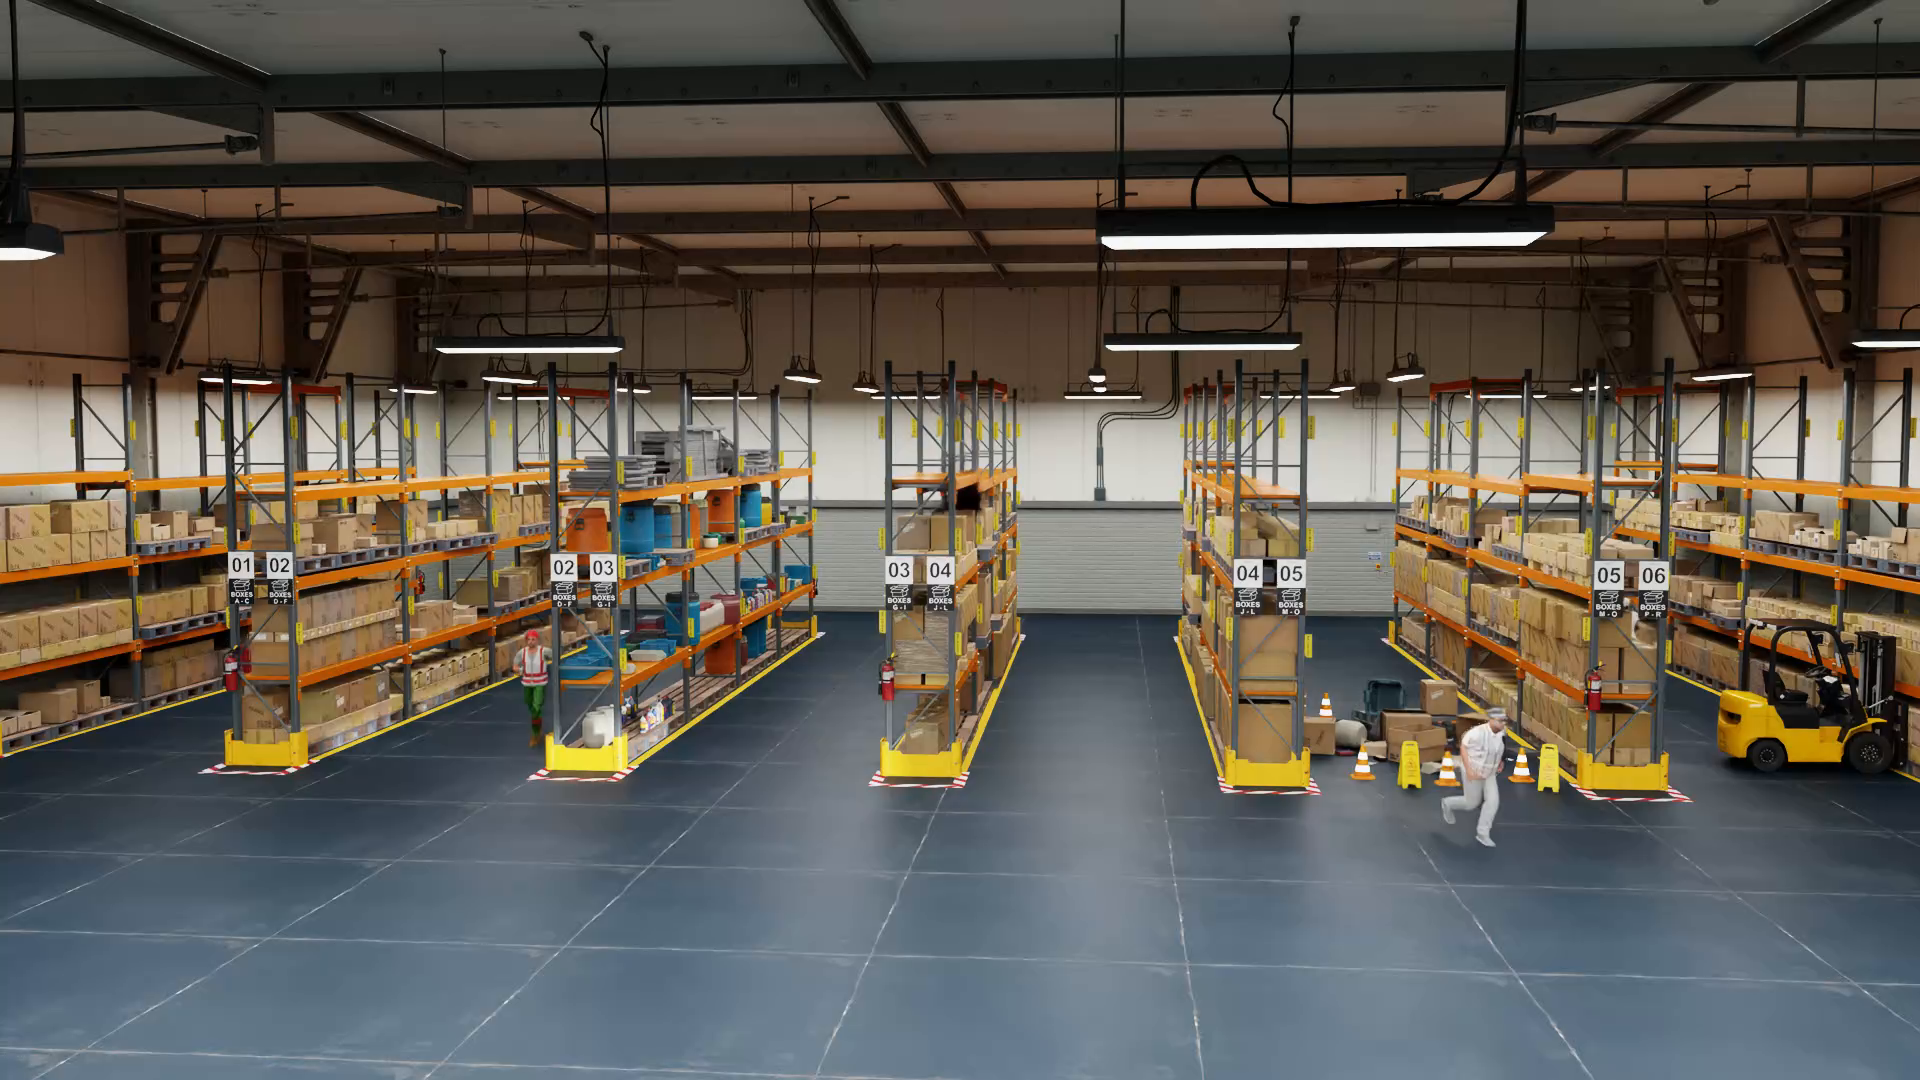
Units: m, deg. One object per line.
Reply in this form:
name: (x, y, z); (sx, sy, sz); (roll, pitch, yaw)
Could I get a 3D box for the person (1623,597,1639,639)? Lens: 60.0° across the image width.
person: (12.824, 2.008, 32.080); (0.612, 1.830, 0.839); (0, 4, -6)

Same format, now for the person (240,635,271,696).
person: (-11.722, 2.383, 27.786); (0.705, 1.696, 1.008); (0, 4, -1)

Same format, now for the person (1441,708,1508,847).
person: (6.300, 2.848, 20.347); (0.665, 1.720, 0.920); (-3, 5, -34)

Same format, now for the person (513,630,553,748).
person: (-6.801, 2.347, 26.607); (0.646, 1.840, 0.886); (0, 4, 4)
